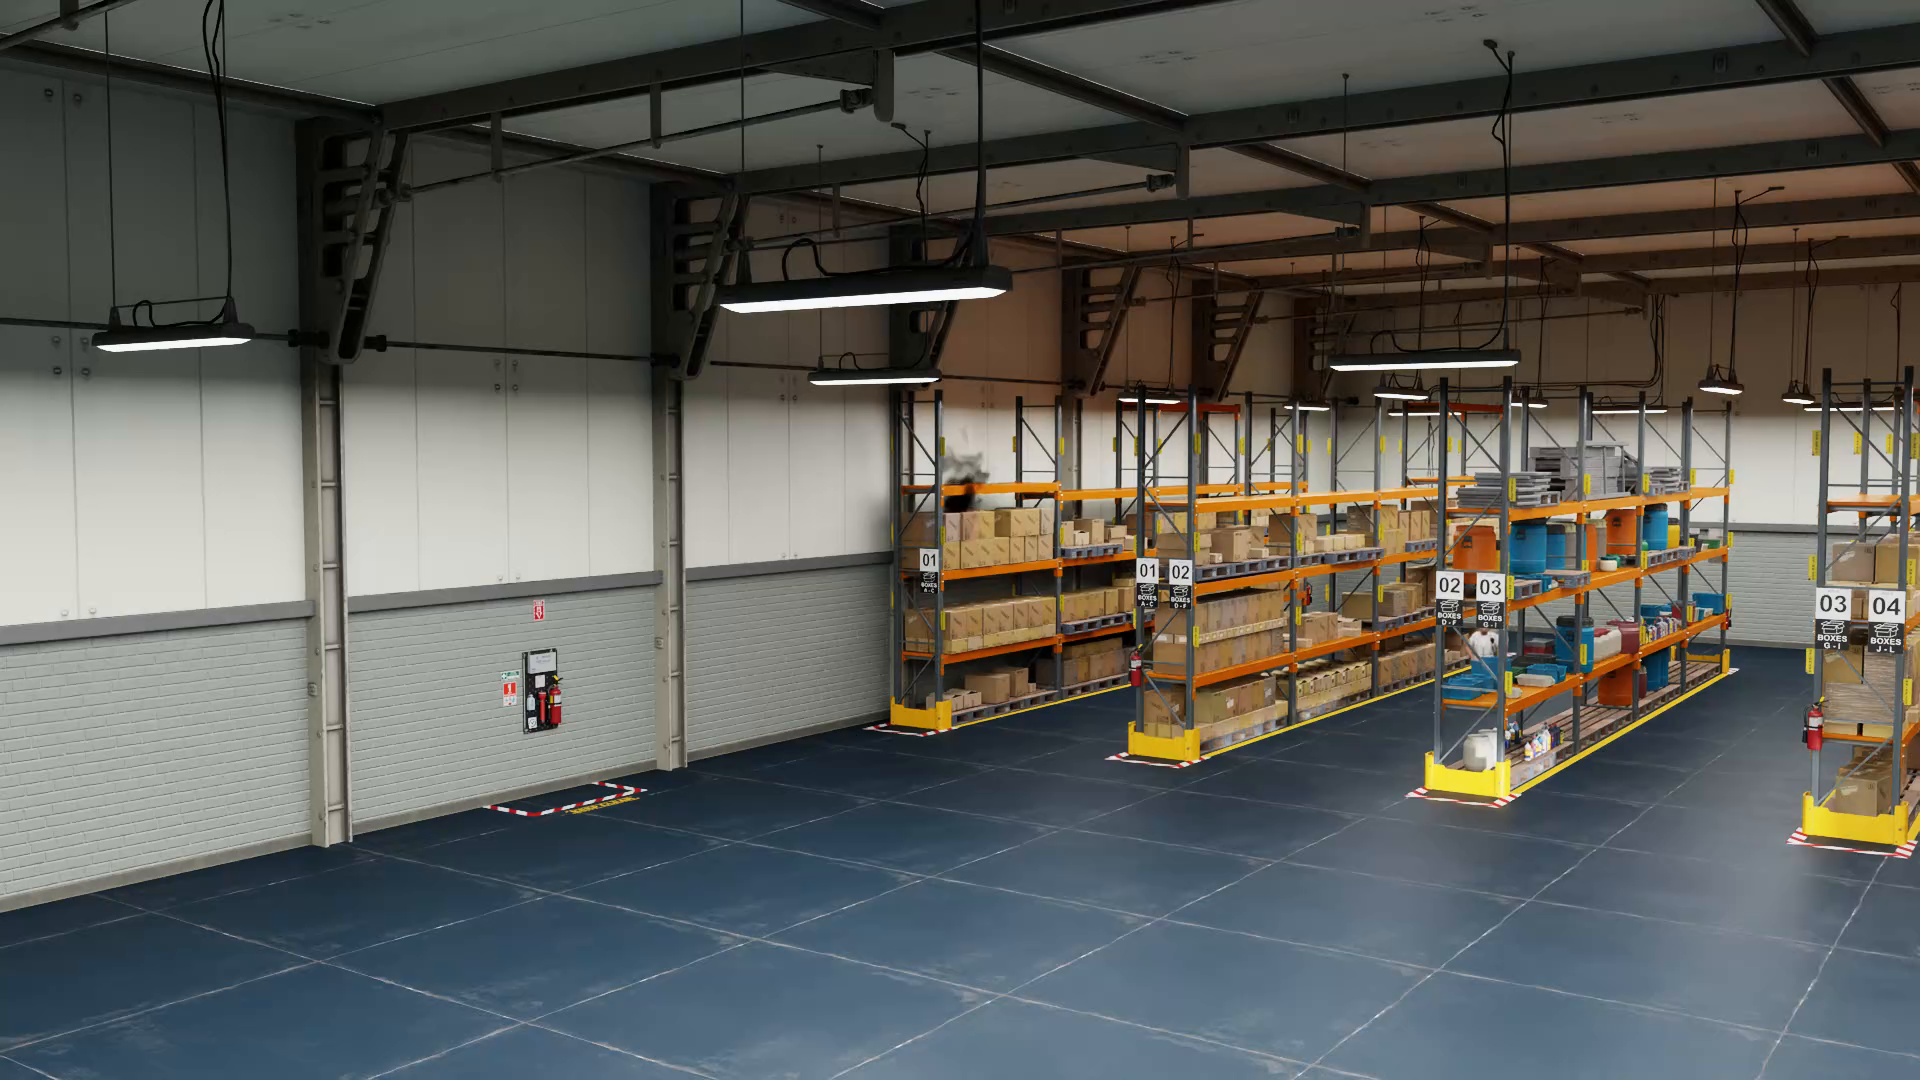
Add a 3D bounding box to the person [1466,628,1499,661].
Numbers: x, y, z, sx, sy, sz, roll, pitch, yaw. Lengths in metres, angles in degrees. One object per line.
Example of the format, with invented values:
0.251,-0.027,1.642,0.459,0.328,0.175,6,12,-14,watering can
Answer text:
9.958,2.345,31.637,0.675,1.742,0.592,1,3,23,person
